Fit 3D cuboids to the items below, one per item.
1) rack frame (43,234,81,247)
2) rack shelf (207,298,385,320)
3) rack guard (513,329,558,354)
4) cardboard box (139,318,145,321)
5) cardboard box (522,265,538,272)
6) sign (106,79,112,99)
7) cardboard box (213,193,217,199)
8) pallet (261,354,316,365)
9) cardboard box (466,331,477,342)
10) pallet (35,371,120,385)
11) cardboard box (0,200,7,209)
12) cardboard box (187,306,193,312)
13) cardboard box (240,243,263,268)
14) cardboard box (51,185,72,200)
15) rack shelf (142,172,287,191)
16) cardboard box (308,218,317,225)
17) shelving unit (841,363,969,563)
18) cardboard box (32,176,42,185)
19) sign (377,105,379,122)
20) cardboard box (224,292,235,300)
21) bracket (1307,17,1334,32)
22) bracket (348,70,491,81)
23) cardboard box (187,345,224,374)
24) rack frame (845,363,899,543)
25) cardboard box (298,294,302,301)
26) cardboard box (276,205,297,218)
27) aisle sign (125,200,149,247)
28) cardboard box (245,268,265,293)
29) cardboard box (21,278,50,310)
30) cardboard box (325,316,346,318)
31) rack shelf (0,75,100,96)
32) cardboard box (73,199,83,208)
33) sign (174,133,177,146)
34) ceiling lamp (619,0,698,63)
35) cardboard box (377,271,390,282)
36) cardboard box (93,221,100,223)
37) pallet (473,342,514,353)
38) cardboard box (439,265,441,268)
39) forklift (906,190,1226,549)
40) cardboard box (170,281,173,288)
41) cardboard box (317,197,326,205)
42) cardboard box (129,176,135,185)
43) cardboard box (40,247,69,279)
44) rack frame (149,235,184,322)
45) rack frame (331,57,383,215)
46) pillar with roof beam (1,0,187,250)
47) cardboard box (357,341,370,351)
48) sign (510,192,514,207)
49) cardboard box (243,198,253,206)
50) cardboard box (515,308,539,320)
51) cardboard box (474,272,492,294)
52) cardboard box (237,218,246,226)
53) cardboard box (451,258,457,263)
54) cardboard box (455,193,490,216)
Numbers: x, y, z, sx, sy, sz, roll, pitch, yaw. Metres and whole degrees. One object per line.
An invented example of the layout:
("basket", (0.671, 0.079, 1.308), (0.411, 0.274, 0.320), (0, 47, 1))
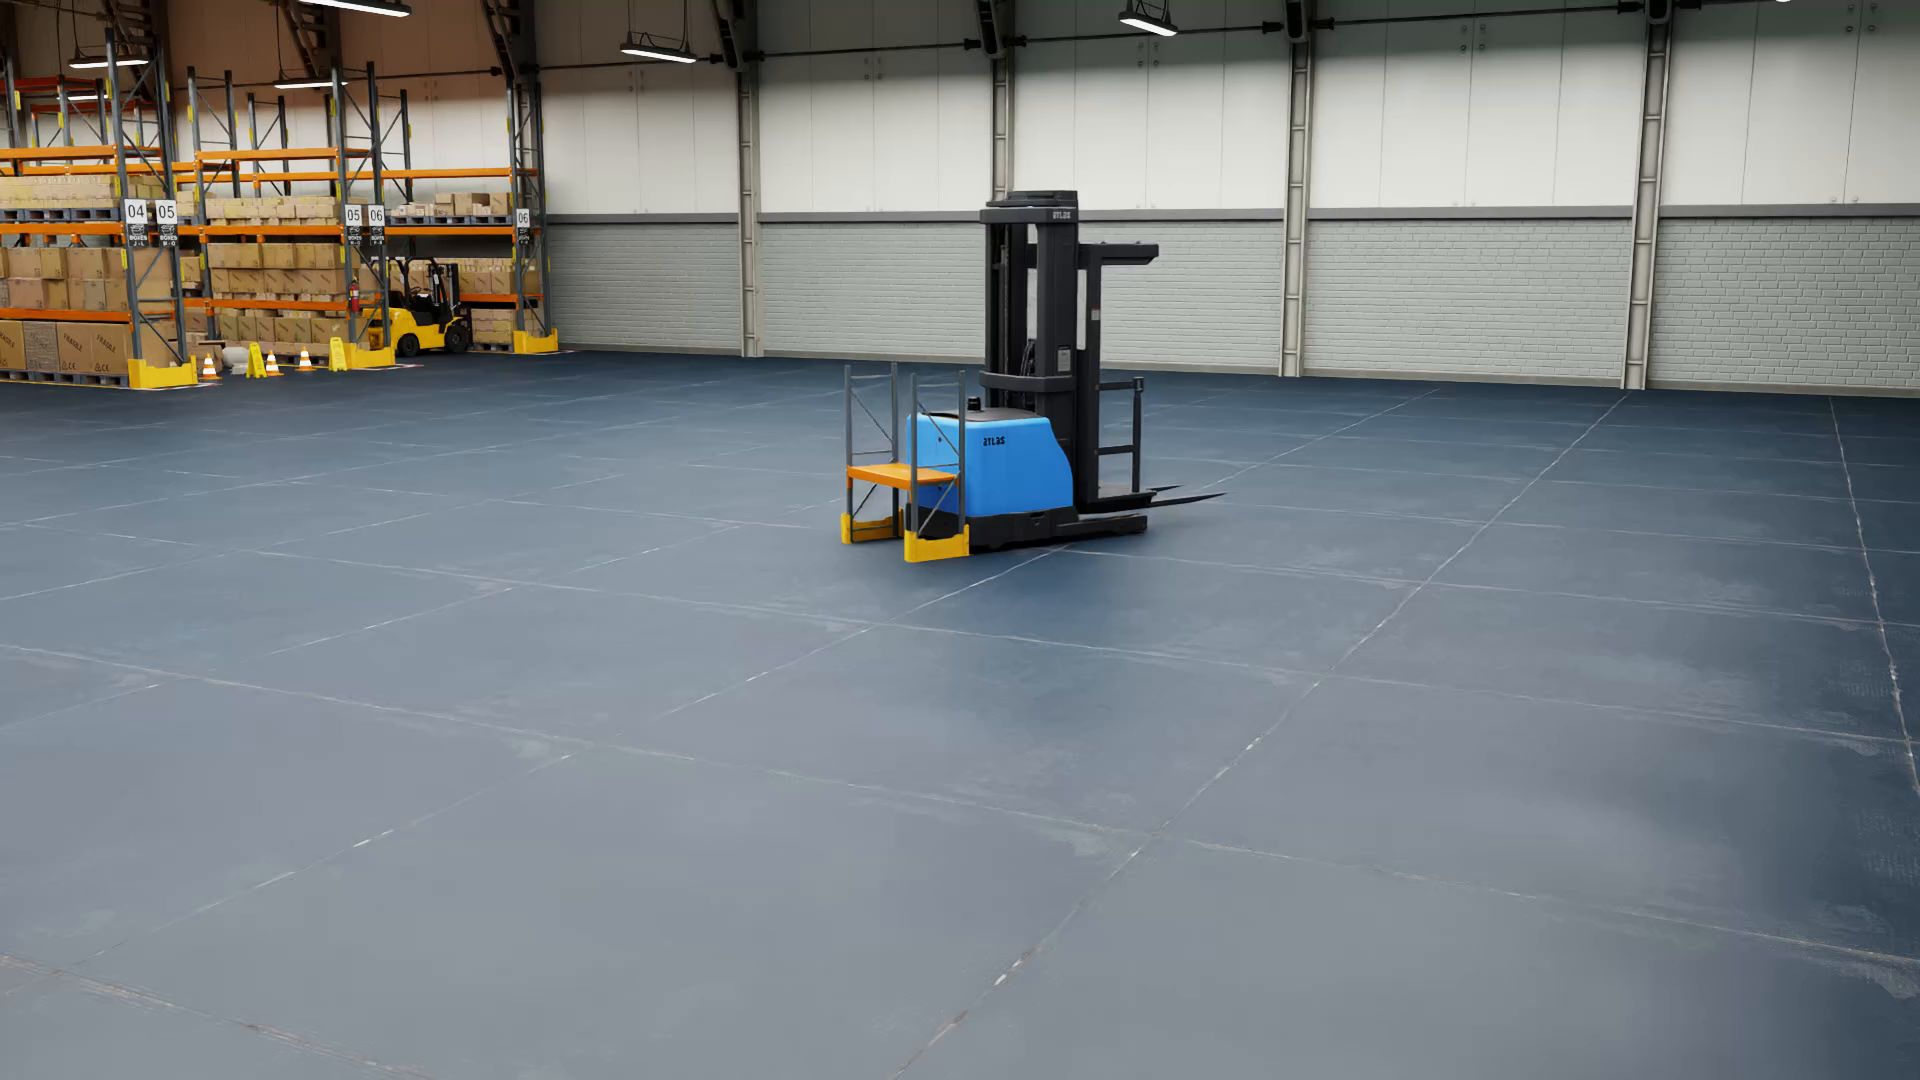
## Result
("rack frame", (-24.045, -7.038, 44.694), (0.127, 3.000, 1.000), (5, 11, 26))
("rack shelf", (-13.683, -4.788, 34.281), (4.000, 0.370, 1.077), (5, 11, 26))
("rack guard", (-9.675, -4.545, 37.940), (0.348, 0.500, 1.175), (5, 11, 26))
("cardboard box", (-21.858, -5.796, 43.671), (0.500, 0.500, 0.700), (5, 11, 24))
("cardboard box", (-9.886, -6.214, 38.038), (0.250, 0.149, 0.380), (5, 11, 24))
("sign", (-14.242, -7.551, 27.837), (0.005, 0.325, 0.100), (5, 11, 26))
("cardboard box", (-16.275, -7.302, 35.568), (0.500, 0.250, 0.500), (5, 11, 25))
("pallet", (-13.761, -3.784, 34.545), (1.213, 0.211, 1.003), (5, 11, 26))
("cardboard box", (-11.144, -4.699, 38.312), (0.500, 0.250, 0.500), (5, 11, 26))
("pallet", (-15.831, -2.960, 29.994), (1.213, 0.211, 1.003), (5, 11, 26))
("cardboard box", (-16.944, -5.986, 29.705), (0.250, 0.149, 0.380), (5, 11, 26))
("cardboard box", (-19.484, -5.900, 42.428), (0.250, 0.149, 0.380), (5, 11, 25))
("cardboard box", (-14.291, -5.830, 34.096), (0.500, 0.500, 0.700), (5, 11, 25))
("cardboard box", (-15.450, -6.063, 29.012), (0.500, 0.250, 0.500), (5, 11, 25))
("rack shelf", (-18.664, -8.966, 41.647), (4.000, 0.370, 1.077), (5, 11, 26))
("cardboard box", (-12.794, -6.361, 33.235), (0.250, 0.149, 0.380), (5, 12, 28))
("shelving unit", (-0.463, -0.663, 13.681), (0.587, 1.500, 1.083), (-7, 12, -34))
("cardboard box", (-16.036, -6.298, 29.193), (0.250, 0.149, 0.380), (5, 11, 26))
("sign", (-11.649, -8.521, 33.200), (0.005, 0.325, 0.100), (5, 11, 26))
("cardboard box", (-15.087, -5.088, 34.625), (0.250, 0.149, 0.380), (5, 12, 27))
("bracket", (6.435, -9.191, 29.640), (0.430, 0.232, 0.235), (5, 11, 26))
("bracket", (-12.762, -10.878, 38.961), (4.783, 0.066, 0.076), (5, 11, 26))
("cardboard box", (-14.585, -3.490, 32.099), (0.637, 0.503, 0.797), (-2, 11, -14))
("rack frame", (-0.743, -0.736, 14.087), (0.500, 1.500, 0.032), (-7, 12, -34))
("cardboard box", (-13.228, -4.940, 33.806), (0.250, 0.149, 0.380), (5, 11, 27))
("cardboard box", (-13.386, -6.610, 33.492), (0.500, 0.250, 0.500), (5, 12, 27))
("aisle sign", (-14.058, -5.411, 28.407), (0.004, 0.787, 0.394), (5, 11, 26))
("cardboard box", (-14.300, -5.338, 34.186), (0.500, 0.500, 0.500), (5, 11, 25))
("cardboard box", (-16.305, -4.446, 29.953), (0.550, 0.550, 0.875), (5, 11, 26))
("cardboard box", (-12.983, -4.357, 34.315), (0.500, 0.500, 0.500), (5, 11, 24))
("rack shelf", (-20.857, -10.005, 36.934), (4.000, 0.370, 1.077), (5, 11, 26))
("cardboard box", (-15.120, -5.826, 28.821), (0.250, 0.149, 0.380), (5, 11, 26))
("sign", (-20.218, -10.301, 42.813), (0.005, 0.325, 0.100), (5, 11, 26))
("ceiling lamp", (-5.319, -10.453, 30.326), (0.800, 3.185, 2.000), (5, 11, 26))
("cardboard box", (-13.837, -6.262, 39.426), (0.500, 0.250, 0.500), (5, 11, 25))
("cardboard box", (-18.628, -6.952, 36.176), (0.258, 0.266, 0.396), (5, 11, 26))
("pallet", (-10.401, -4.459, 38.272), (1.213, 0.211, 1.003), (5, 11, 26))
("cardboard box", (-11.979, -6.288, 38.449), (0.250, 0.149, 0.380), (5, 11, 24))
("forklift", (1.030, -1.546, 14.543), (3.031, 2.935, 1.130), (-7, 13, -35))
("cardboard box", (-16.536, -5.417, 35.264), (0.250, 0.149, 0.380), (5, 11, 25))
("cardboard box", (-12.538, -6.735, 33.063), (0.250, 0.149, 0.380), (5, 12, 27))
("cardboard box", (-14.372, -6.283, 29.108), (0.250, 0.149, 0.380), (5, 11, 26))
("cardboard box", (-15.814, -4.942, 29.658), (0.500, 0.550, 0.875), (5, 11, 26))
("rack frame", (-20.458, -6.723, 42.952), (0.127, 3.000, 1.000), (5, 11, 26))
("rack frame", (-11.889, -7.936, 32.812), (0.127, 3.000, 1.000), (5, 11, 26))
("pillar with roof beam", (-22.588, -9.186, 39.718), (0.548, 9.000, 9.100), (5, 11, 26))
("cardboard box", (-12.490, -3.945, 34.149), (0.500, 0.250, 0.500), (5, 11, 25))
("sign", (-9.949, -7.564, 36.916), (0.005, 0.325, 0.100), (5, 11, 26))
("cardboard box", (-14.391, -6.893, 33.935), (0.250, 0.149, 0.380), (5, 11, 24))
("cardboard box", (-10.044, -5.191, 38.222), (0.500, 0.250, 0.500), (5, 11, 25))
("cardboard box", (-10.715, -5.865, 37.935), (0.500, 0.500, 0.500), (5, 12, 28))
("cardboard box", (-14.617, -6.530, 34.173), (0.250, 0.149, 0.380), (5, 12, 28))
("cardboard box", (-11.489, -6.406, 38.267), (0.250, 0.149, 0.380), (5, 11, 27))
("cardboard box", (-11.076, -7.651, 37.917), (0.500, 0.500, 0.700), (5, 11, 26))
